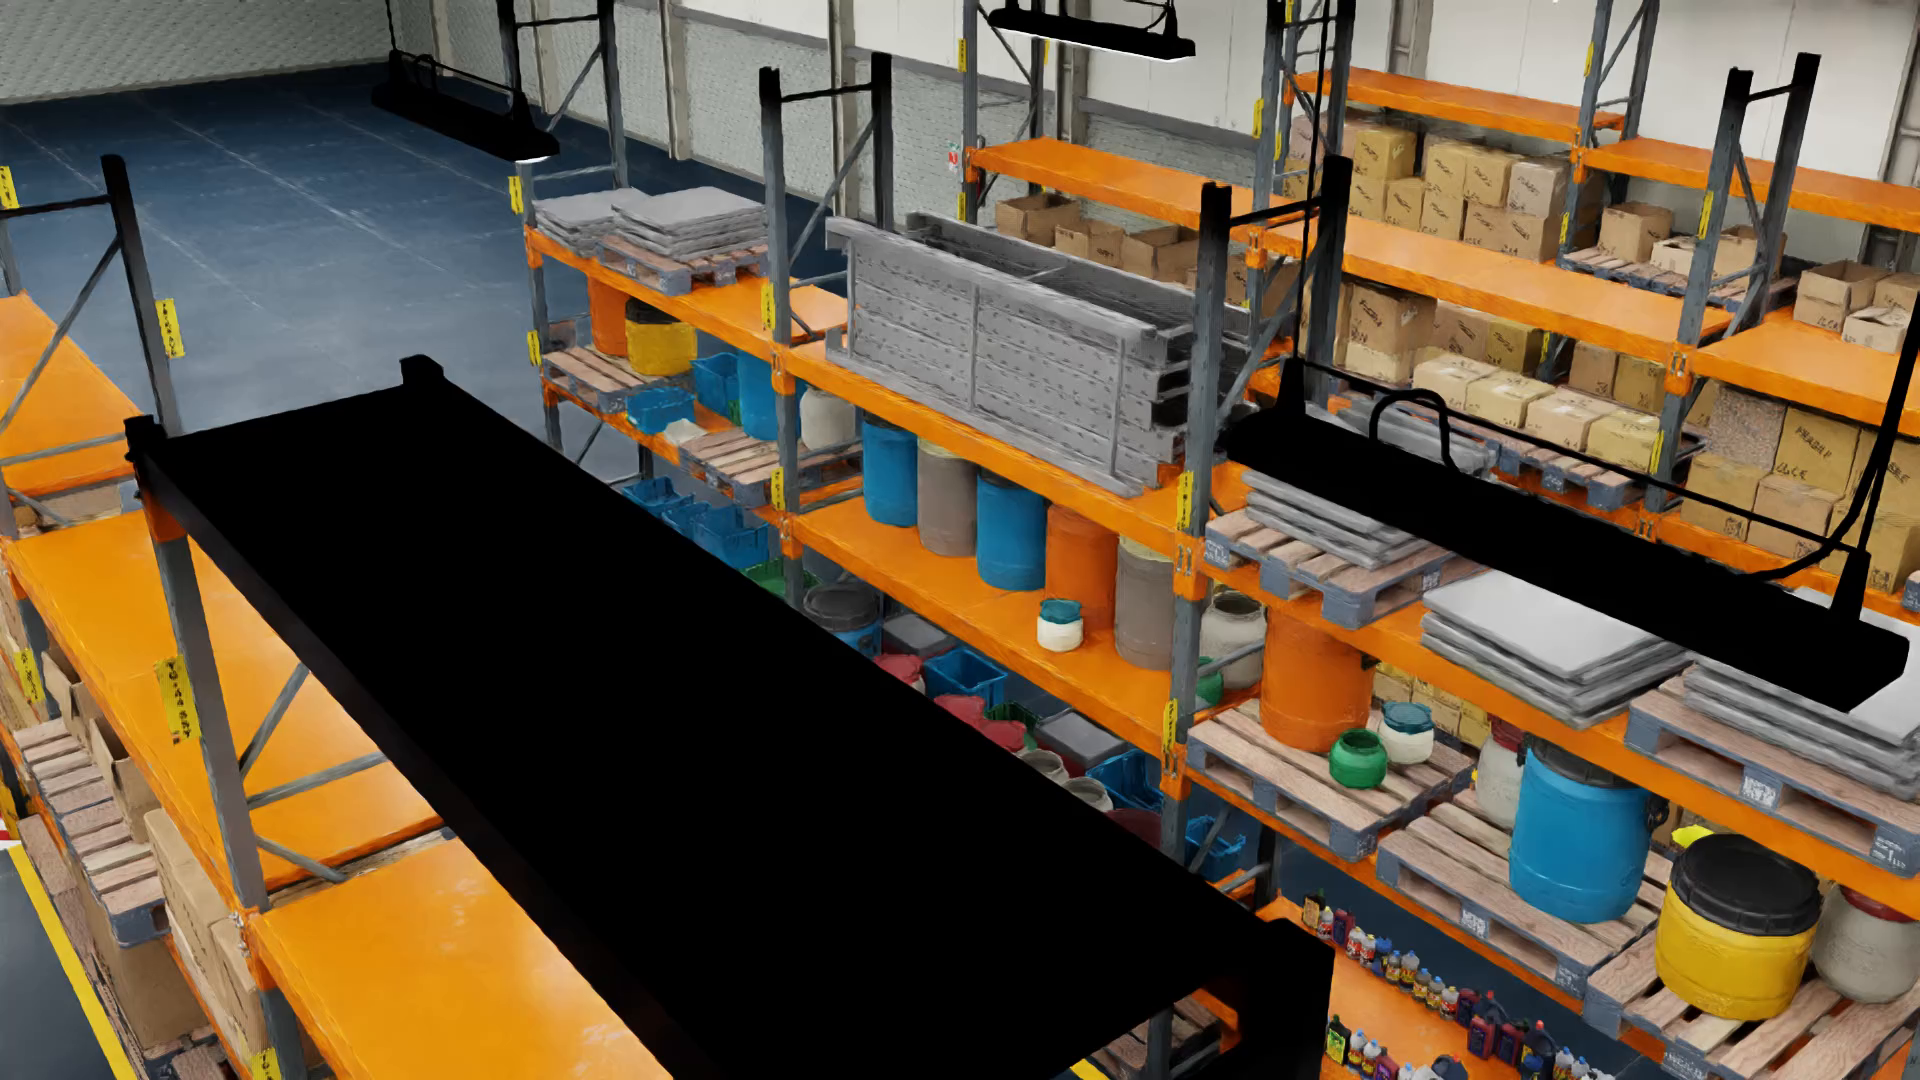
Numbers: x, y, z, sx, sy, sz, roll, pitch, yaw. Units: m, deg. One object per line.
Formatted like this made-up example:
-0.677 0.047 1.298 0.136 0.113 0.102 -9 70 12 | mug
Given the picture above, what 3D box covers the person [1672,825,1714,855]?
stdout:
4.802 2.642 10.869 0.719 1.714 0.578 -21 33 -36 | person
